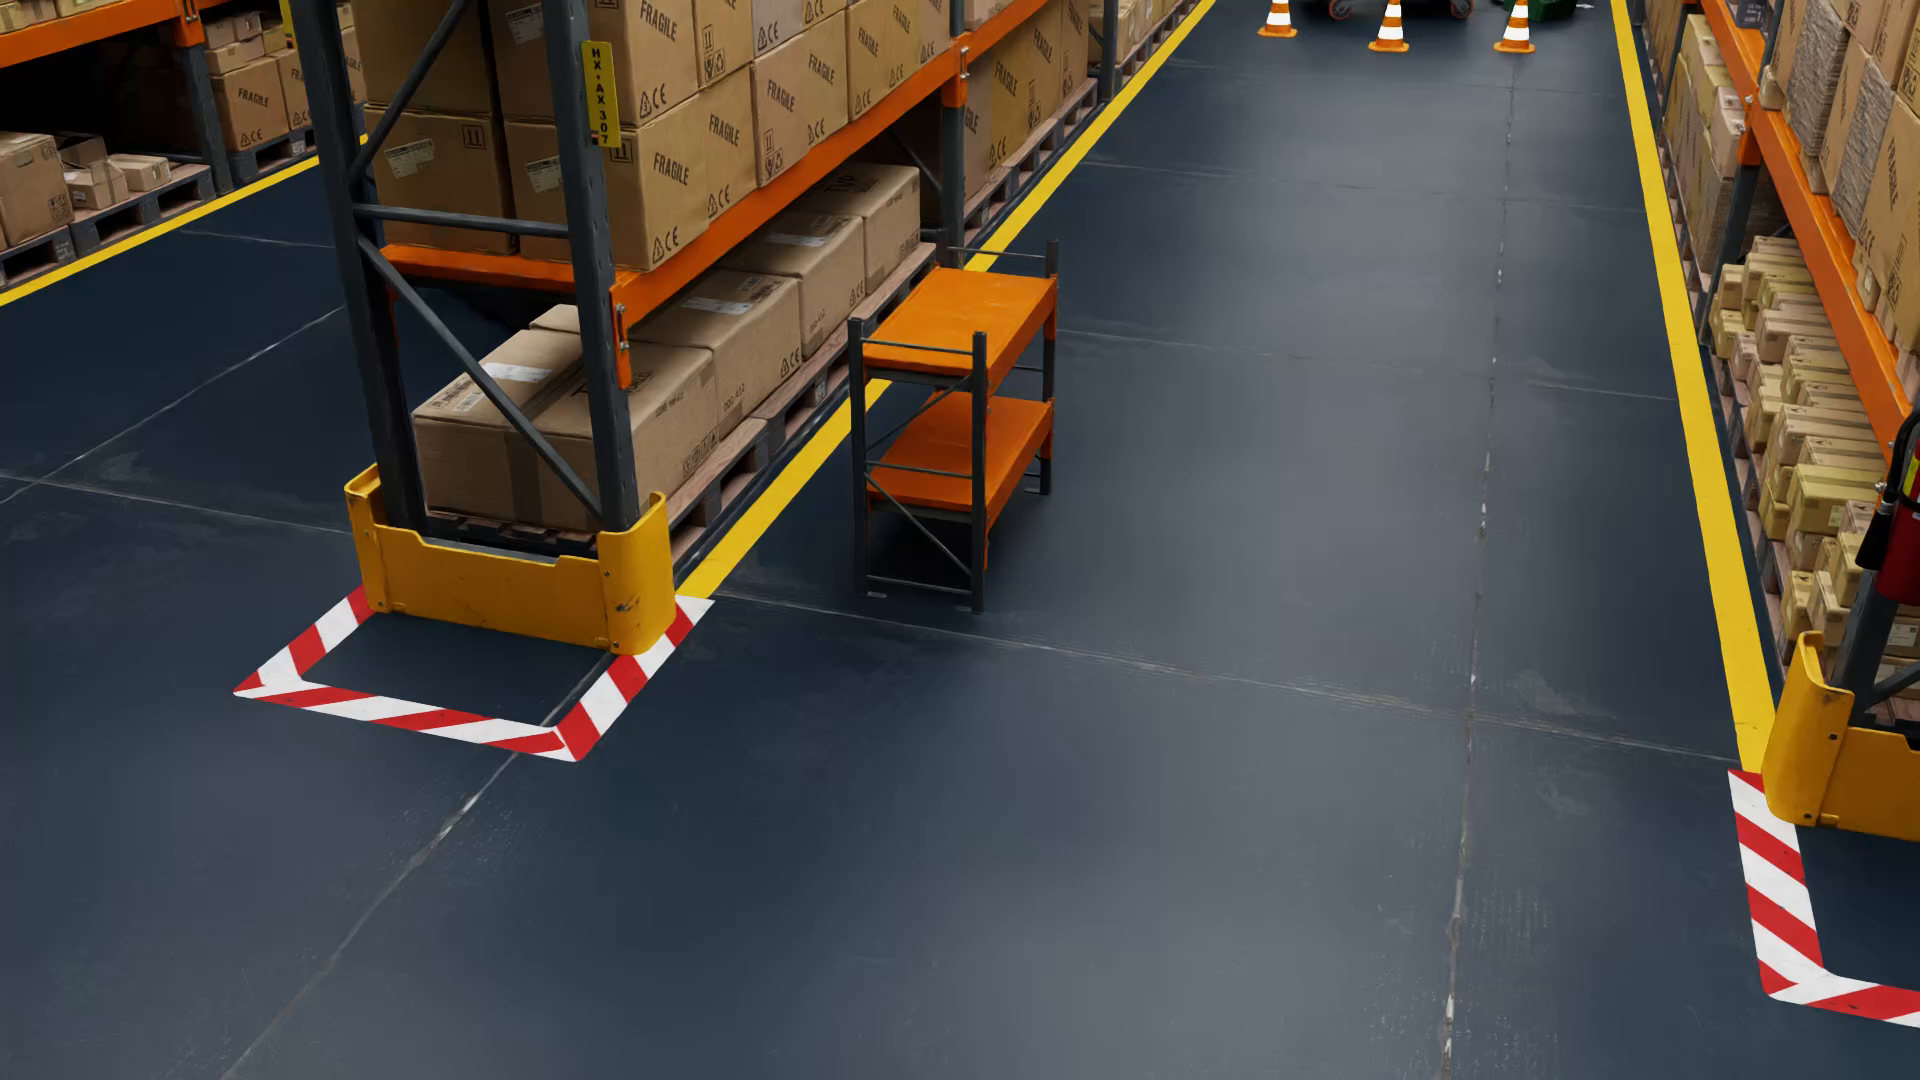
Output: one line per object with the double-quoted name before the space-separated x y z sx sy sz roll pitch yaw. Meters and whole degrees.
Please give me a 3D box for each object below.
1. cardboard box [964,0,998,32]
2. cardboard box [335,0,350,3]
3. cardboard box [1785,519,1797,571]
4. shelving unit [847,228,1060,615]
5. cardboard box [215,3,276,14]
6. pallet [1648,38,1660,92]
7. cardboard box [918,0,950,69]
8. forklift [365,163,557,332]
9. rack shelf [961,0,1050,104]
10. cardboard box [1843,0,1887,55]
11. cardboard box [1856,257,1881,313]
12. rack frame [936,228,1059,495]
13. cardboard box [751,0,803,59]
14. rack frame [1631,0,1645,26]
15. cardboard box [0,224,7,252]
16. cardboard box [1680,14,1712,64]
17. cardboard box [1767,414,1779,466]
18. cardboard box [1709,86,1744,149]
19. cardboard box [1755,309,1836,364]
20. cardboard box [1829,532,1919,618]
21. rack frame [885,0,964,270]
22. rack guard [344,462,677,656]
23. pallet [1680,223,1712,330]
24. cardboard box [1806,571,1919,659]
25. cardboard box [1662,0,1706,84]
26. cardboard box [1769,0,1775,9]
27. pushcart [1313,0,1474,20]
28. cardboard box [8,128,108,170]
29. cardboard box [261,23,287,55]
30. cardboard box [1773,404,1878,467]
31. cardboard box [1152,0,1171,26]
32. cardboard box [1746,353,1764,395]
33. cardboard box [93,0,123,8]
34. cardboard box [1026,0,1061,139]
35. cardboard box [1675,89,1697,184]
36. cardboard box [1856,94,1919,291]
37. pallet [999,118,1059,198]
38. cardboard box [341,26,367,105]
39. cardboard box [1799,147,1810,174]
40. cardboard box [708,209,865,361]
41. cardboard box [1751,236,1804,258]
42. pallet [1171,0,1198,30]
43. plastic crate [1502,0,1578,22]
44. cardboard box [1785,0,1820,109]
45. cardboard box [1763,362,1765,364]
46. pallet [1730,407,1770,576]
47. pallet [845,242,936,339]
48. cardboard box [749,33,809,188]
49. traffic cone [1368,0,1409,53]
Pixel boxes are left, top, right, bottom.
"cardboard box" -0.092 -3.019 9.246 0.500 0.250 0.500 8 30 14
"cardboard box" -4.486 -3.873 12.099 0.380 0.149 0.250 9 30 15
"cardboard box" 3.267 0.027 6.116 0.380 0.149 0.250 9 30 15
"shelving unit" -0.002 -0.488 6.471 0.538 1.125 1.048 8 30 15
"cardboard box" -5.070 -3.691 11.772 0.380 0.149 0.250 9 30 16
"pallet" 6.125 -3.819 13.399 1.003 0.211 1.213 8 30 15
"cardboard box" -0.366 -2.709 8.432 0.500 0.500 0.500 9 30 15
"forklift" -2.693 -2.998 9.124 1.130 2.935 3.031 -20 35 -32
"rack shelf" 0.113 -3.533 10.755 1.077 0.370 4.000 8 30 15
"cardboard box" 3.455 -1.983 5.792 0.500 0.500 0.500 7 30 13
"cardboard box" 3.160 -0.832 5.419 0.380 0.149 0.250 9 30 16
"rack frame" 0.147 -0.725 6.896 0.500 1.125 0.032 8 30 15
"cardboard box" -0.946 -2.203 6.494 0.500 0.500 0.500 8 30 14
"rack frame" 6.636 -5.976 14.407 1.000 3.000 0.127 8 30 15
"cardboard box" -5.585 -1.750 8.950 0.500 0.500 0.500 9 30 16
"cardboard box" 5.028 -3.250 10.875 0.500 0.250 0.500 7 30 13
"cardboard box" 3.379 -0.354 6.495 0.380 0.149 0.250 10 31 17
"cardboard box" 4.428 -2.296 9.160 0.500 0.250 0.500 10 31 17
"cardboard box" 3.616 -0.850 7.082 0.380 0.149 0.250 9 30 16
"cardboard box" 3.027 0.121 5.336 0.380 0.149 0.250 9 30 15
"rack frame" -0.474 -2.918 8.909 1.000 3.000 0.127 8 30 15
"rack guard" -1.655 0.045 6.155 1.175 0.500 0.348 8 30 15
"pallet" 4.515 -1.402 9.053 1.003 0.211 1.213 8 30 15
"cardboard box" 2.996 0.247 5.415 0.380 0.149 0.250 8 30 14
"cardboard box" 5.727 -3.588 11.996 1.050 0.750 0.750 8 30 14
"cardboard box" 4.366 -2.781 8.490 0.380 0.149 0.250 8 30 15
"pushcart" 4.069 -5.187 15.687 1.648 0.377 0.936 -1 29 -3
"cardboard box" -5.640 -2.359 10.240 0.500 0.311 0.500 10 30 17
"cardboard box" -4.789 -3.388 11.227 0.380 0.149 0.250 7 30 12
"cardboard box" 3.272 -0.370 6.219 0.380 0.149 0.250 10 31 17
"cardboard box" 1.313 -4.769 14.508 0.950 0.372 0.625 10 30 17
"cardboard box" 3.746 -0.701 7.425 0.380 0.149 0.250 8 30 14
"cardboard box" -5.128 -3.206 9.686 0.380 0.149 0.250 9 30 16
"cardboard box" 0.152 -3.309 11.366 0.875 0.875 0.875 9 30 15
"cardboard box" 4.720 -2.443 10.195 0.500 0.500 0.500 8 30 14
"cardboard box" 3.156 -1.057 5.156 0.500 0.500 0.500 8 30 14
"pallet" 0.037 -2.637 11.274 1.003 0.211 1.213 8 30 15
"cardboard box" -4.565 -3.388 11.895 0.500 0.500 0.500 8 30 13
"cardboard box" 3.637 -1.568 6.742 0.380 0.149 0.250 9 30 16
"cardboard box" -1.023 -1.289 8.185 0.875 0.438 0.875 8 30 13
"cardboard box" 3.989 -1.325 7.936 0.380 0.149 0.250 10 31 17
"pallet" 1.647 -5.055 15.620 1.003 0.211 1.213 8 30 15
"plastic crate" 5.435 -5.040 15.558 0.662 0.188 0.450 -24 47 -37
"cardboard box" 3.763 -2.007 6.863 0.500 0.500 0.500 8 30 15
"cardboard box" 3.768 -0.829 7.350 0.380 0.149 0.250 7 30 12
"pallet" 3.768 -0.154 6.809 1.003 0.211 1.213 8 30 15
"pallet" -0.772 -1.357 8.972 1.003 0.211 1.213 8 30 15
"cardboard box" -0.944 -1.757 6.721 0.500 0.500 0.500 8 30 15
"traffic cone" 3.720 -4.473 14.315 0.336 0.463 0.334 8 30 15
